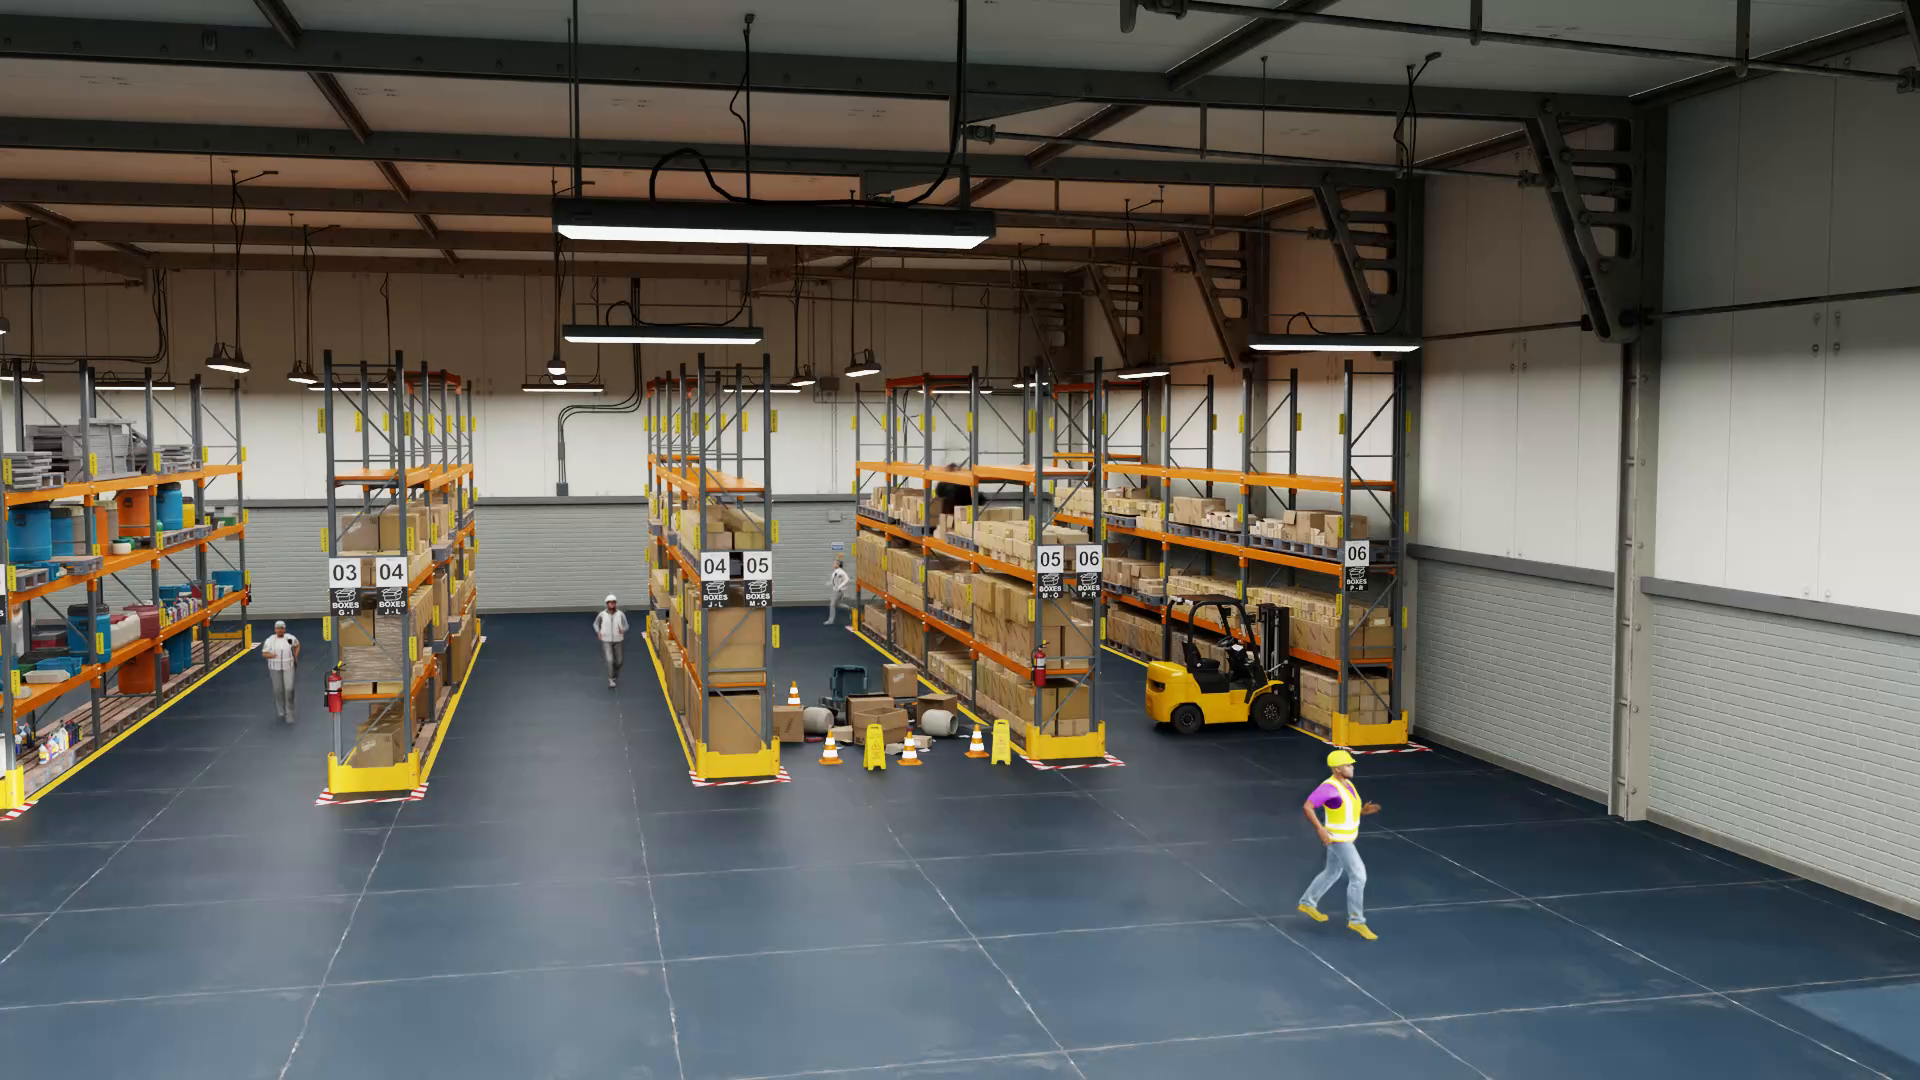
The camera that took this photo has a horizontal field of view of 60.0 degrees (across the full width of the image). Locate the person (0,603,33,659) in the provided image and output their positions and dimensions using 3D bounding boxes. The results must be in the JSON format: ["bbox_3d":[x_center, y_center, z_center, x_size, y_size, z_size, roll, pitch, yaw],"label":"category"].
[{"bbox_3d":[-18.224,1.961,32.117,0.567,1.642,0.767,-2,4,-24],"label":"person"}]

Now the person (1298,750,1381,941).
[{"bbox_3d":[3.729,2.973,16.362,0.820,1.819,0.677,2,4,24],"label":"person"}]

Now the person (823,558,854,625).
[{"bbox_3d":[-2.993,1.284,41.549,0.872,1.684,0.621,-1,4,-15],"label":"person"}]

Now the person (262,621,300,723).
[{"bbox_3d":[-11.485,2.217,28.154,0.593,1.722,0.816,-1,4,-21],"label":"person"}]

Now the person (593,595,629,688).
[{"bbox_3d":[-6.672,1.921,31.833,0.668,1.739,0.803,-1,4,-18],"label":"person"}]
